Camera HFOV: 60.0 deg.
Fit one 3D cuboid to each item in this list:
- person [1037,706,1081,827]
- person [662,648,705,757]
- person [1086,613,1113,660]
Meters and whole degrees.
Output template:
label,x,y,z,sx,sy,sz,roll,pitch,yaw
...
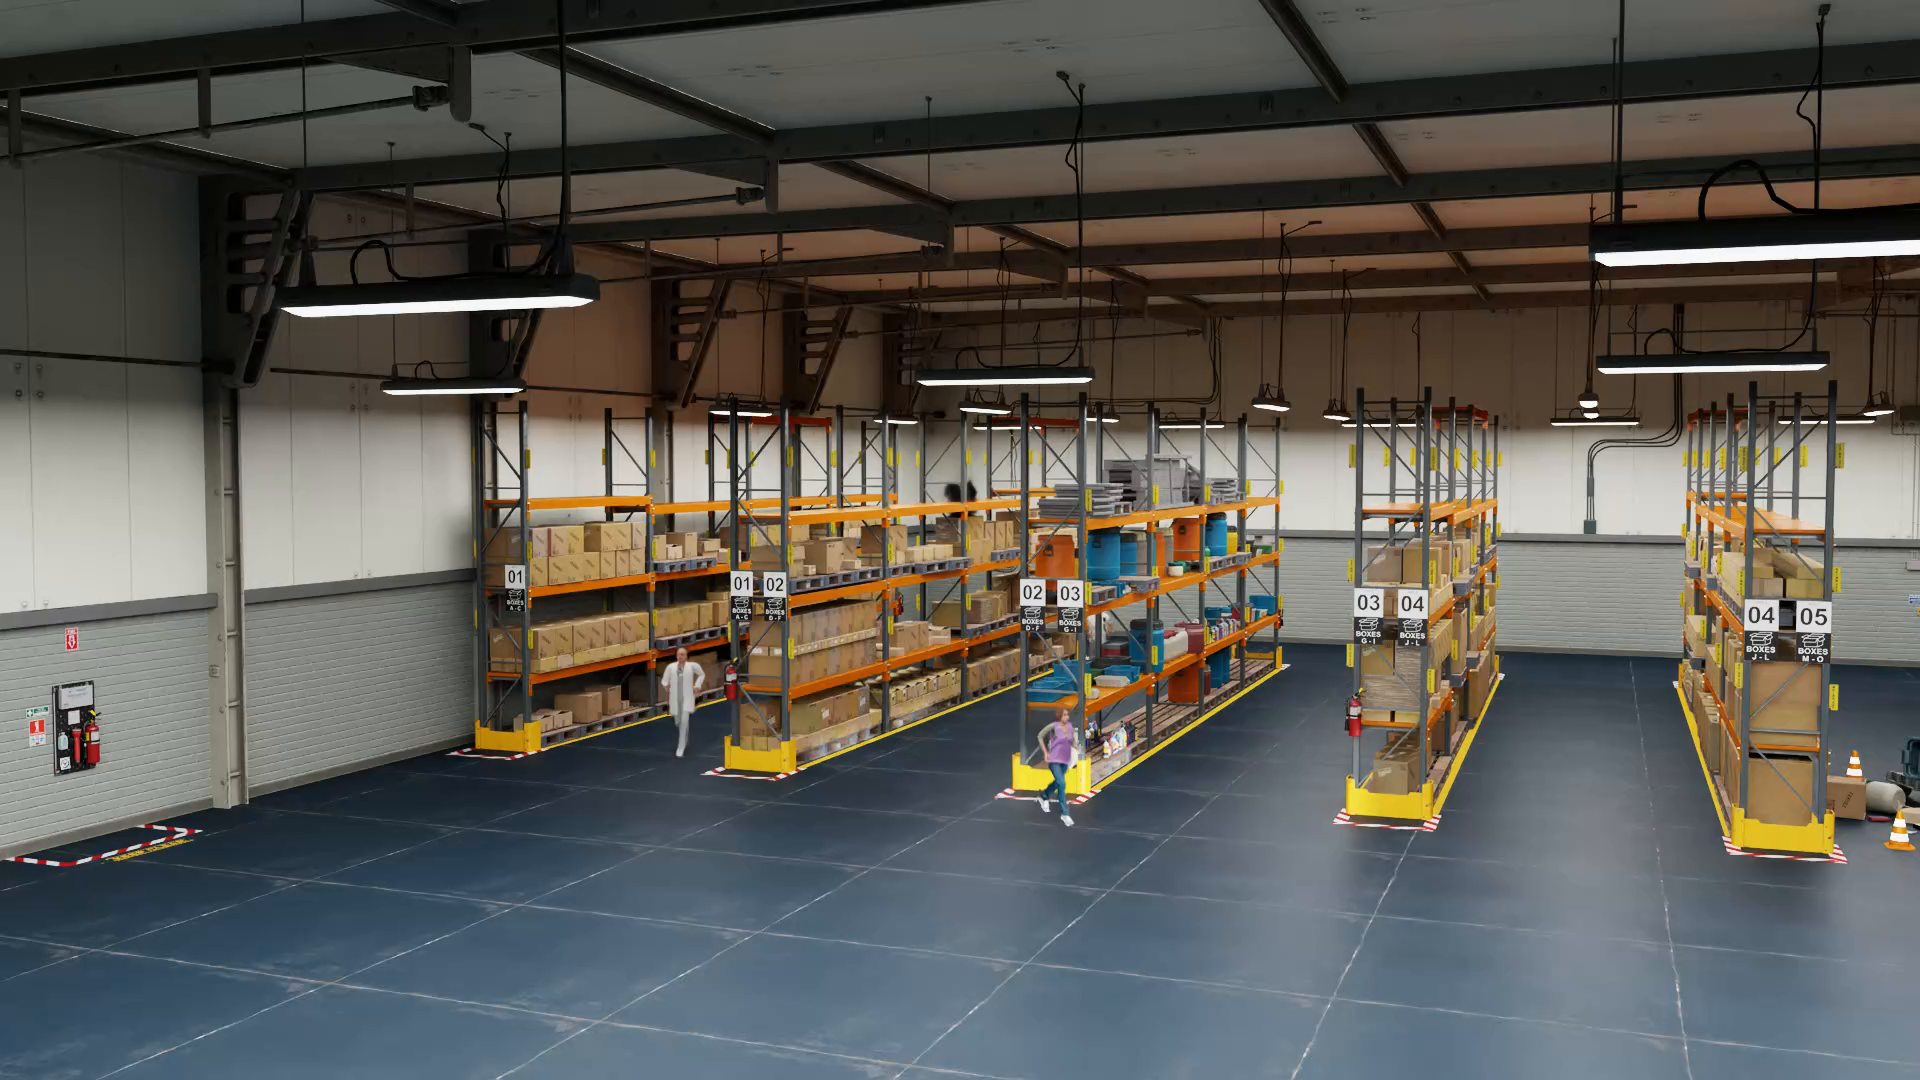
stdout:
label,x,y,z,sx,sy,sz,roll,pitch,yaw
person,1.344,3.086,23.022,0.492,1.611,0.878,-2,3,-35
person,-4.729,2.731,28.334,0.710,1.790,1.043,0,3,4
person,3.010,2.176,36.166,0.583,1.651,1.017,1,3,21
